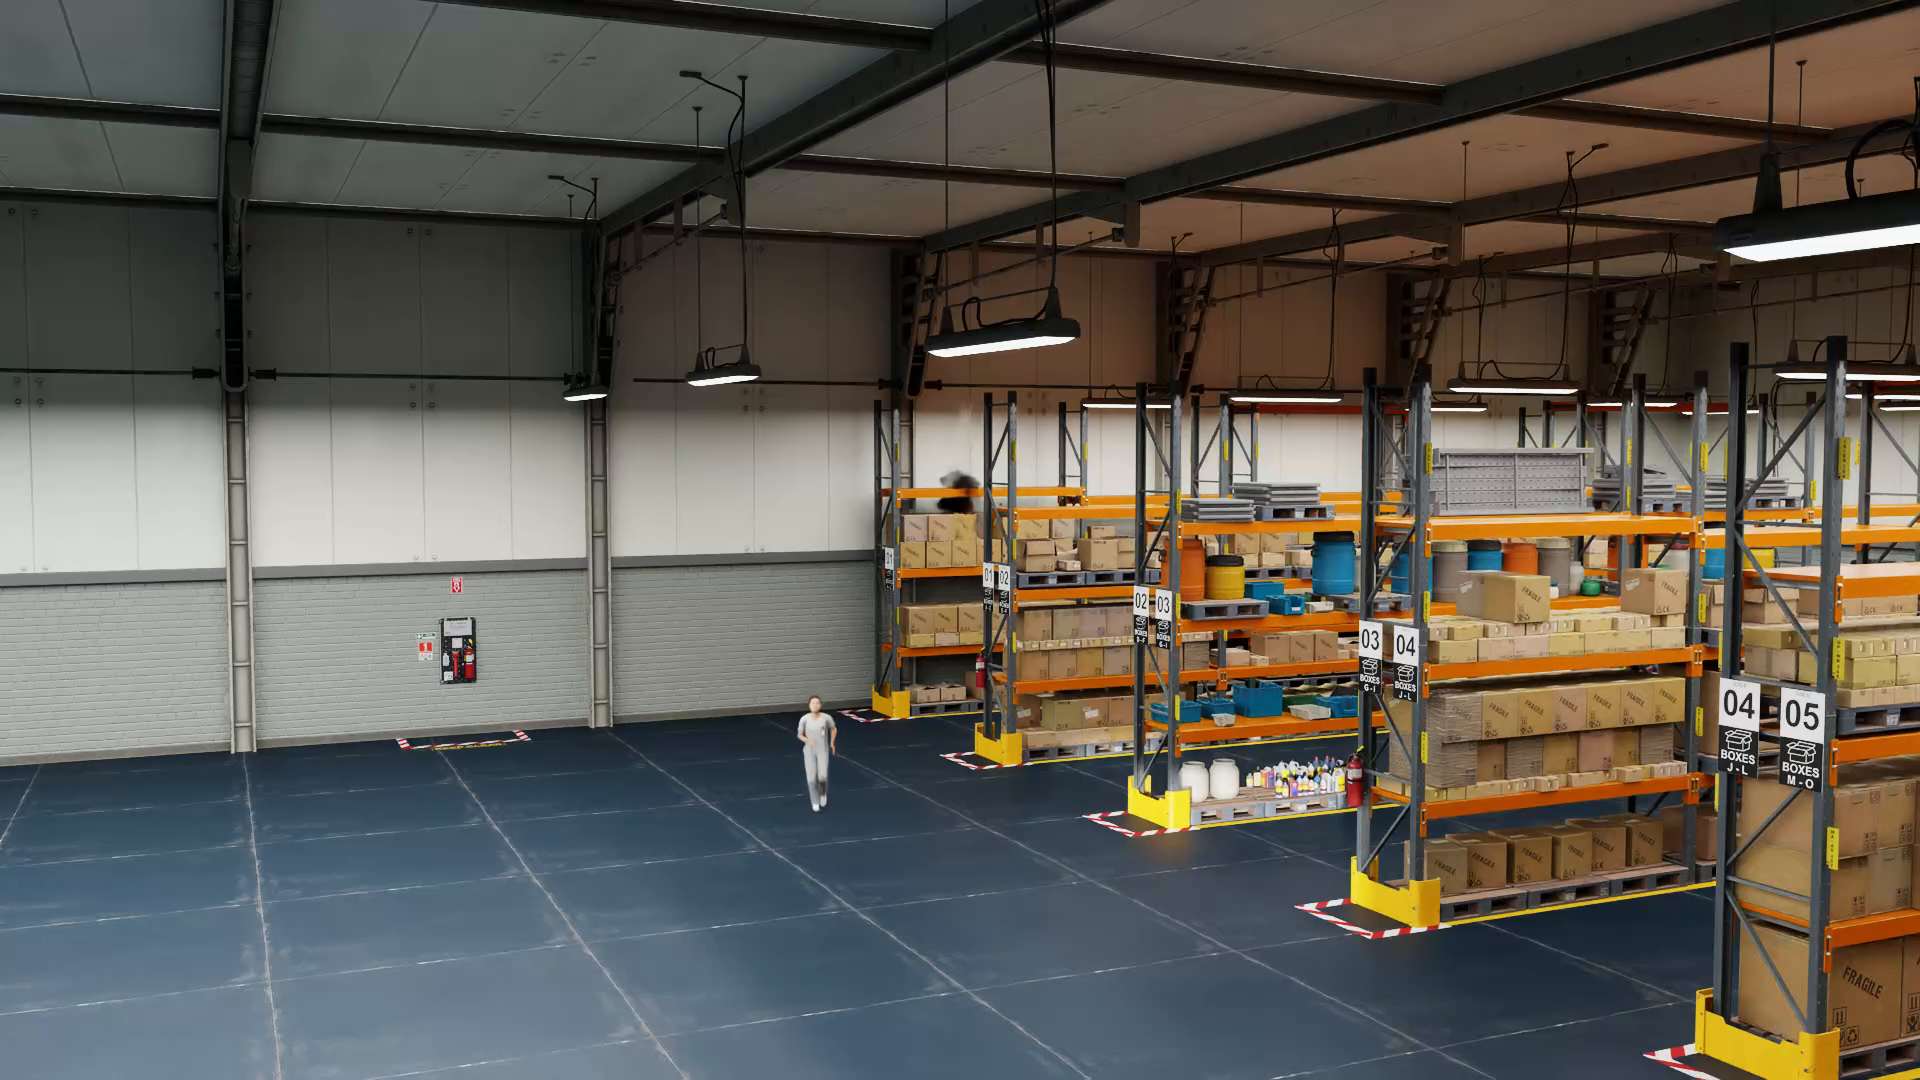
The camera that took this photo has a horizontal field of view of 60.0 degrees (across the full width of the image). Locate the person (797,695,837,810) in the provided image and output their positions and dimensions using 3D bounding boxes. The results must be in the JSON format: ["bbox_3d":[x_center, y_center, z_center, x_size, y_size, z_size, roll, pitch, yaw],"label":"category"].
[{"bbox_3d":[-1.995,2.987,23.241,0.549,1.633,0.582,0,3,-5],"label":"person"}]

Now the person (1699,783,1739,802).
[{"bbox_3d":[10.949,2.905,24.108,0.803,1.725,0.665,-2,4,-30],"label":"person"}]
